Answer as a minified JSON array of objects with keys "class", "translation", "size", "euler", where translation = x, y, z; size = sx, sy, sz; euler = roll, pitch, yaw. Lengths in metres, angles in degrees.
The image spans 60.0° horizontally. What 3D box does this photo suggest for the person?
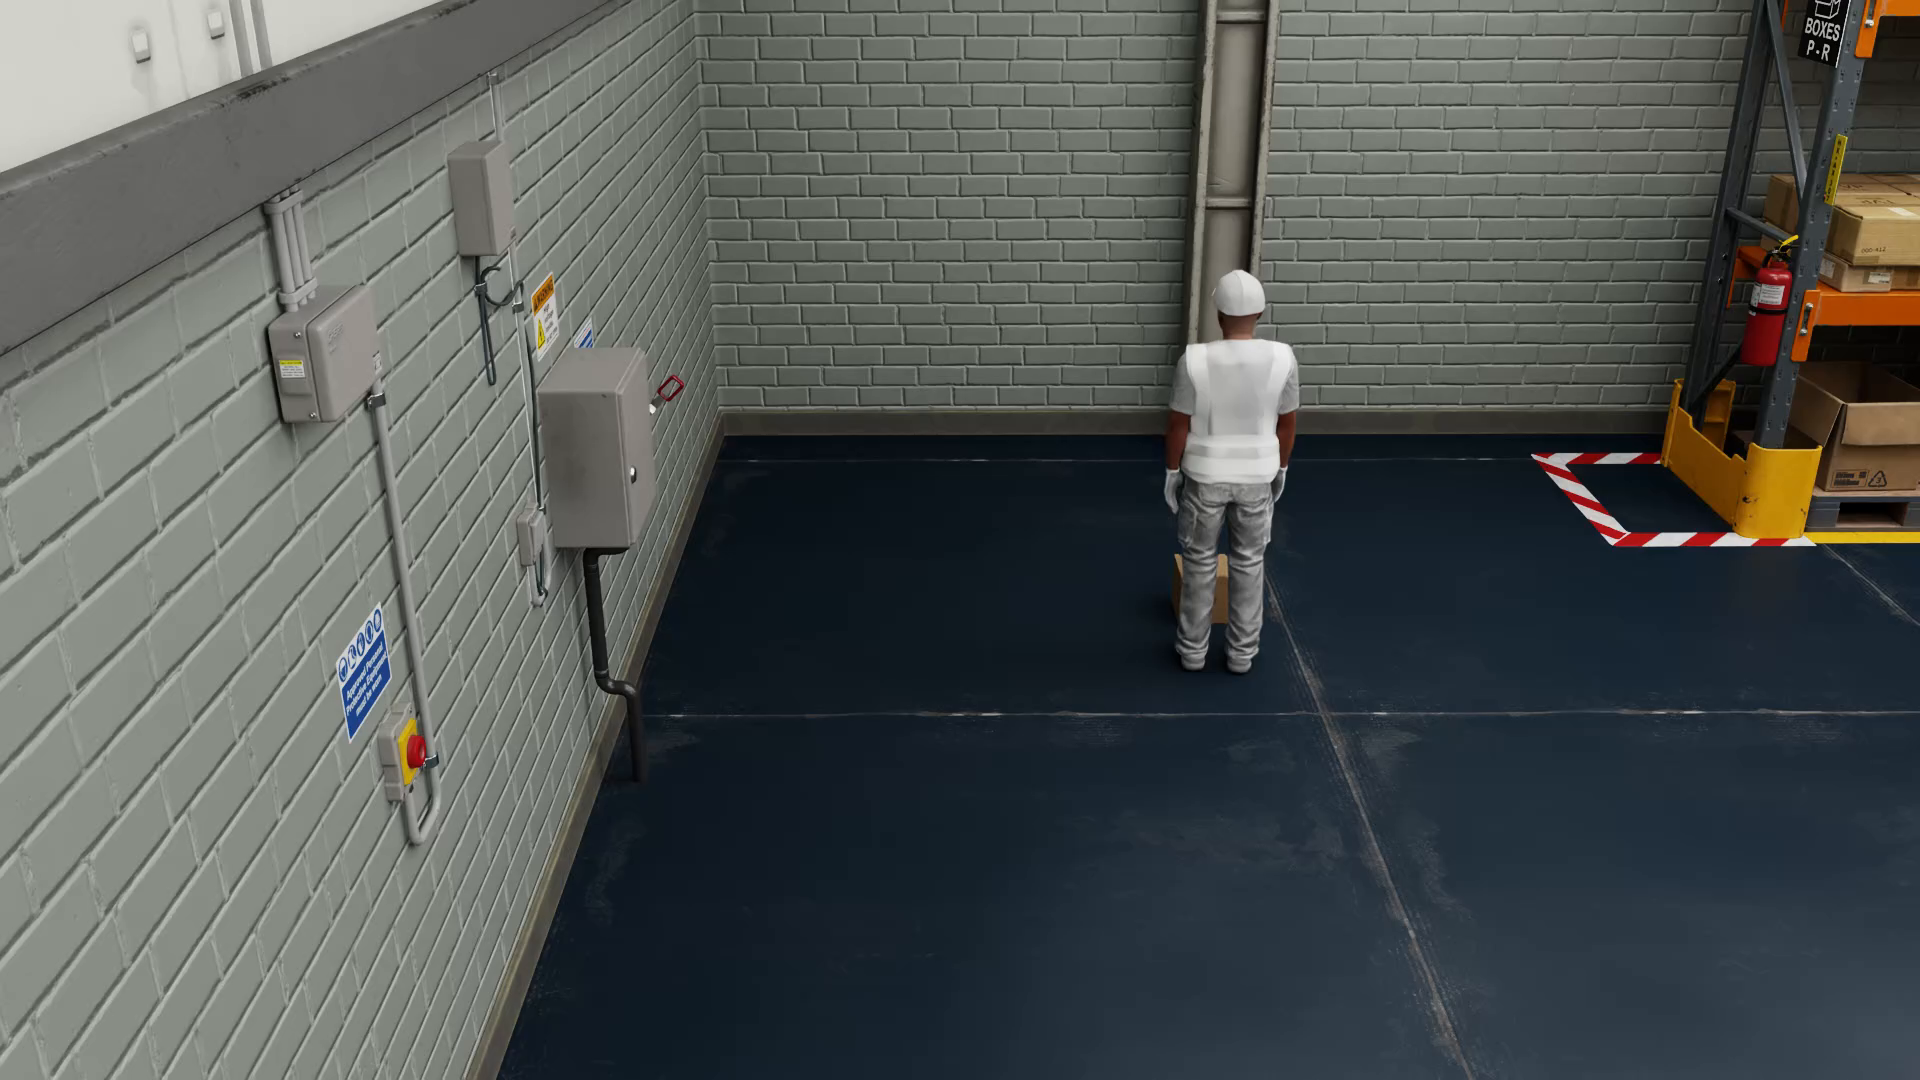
[{"class":"person","translation":[1.150,-0.285,7.174],"size":[0.554,1.787,0.360],"euler":[0,24,0]}]
